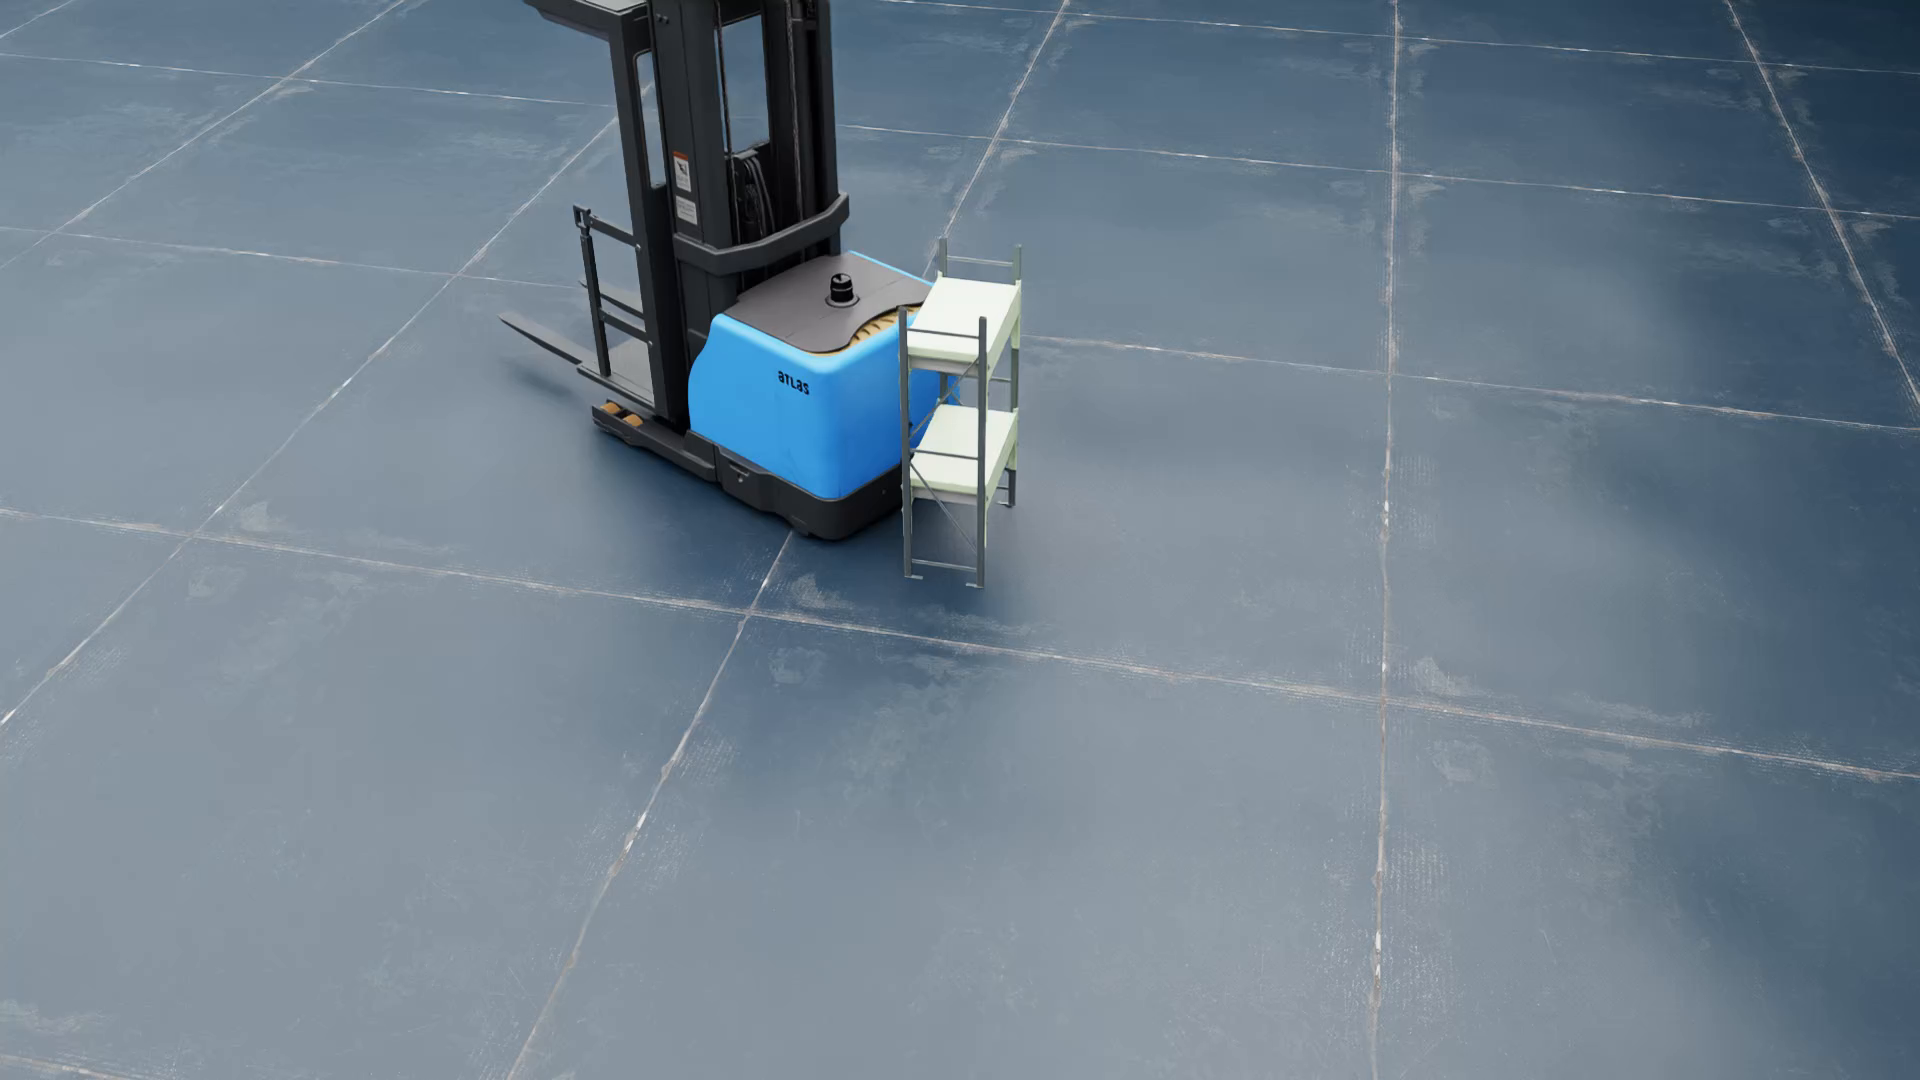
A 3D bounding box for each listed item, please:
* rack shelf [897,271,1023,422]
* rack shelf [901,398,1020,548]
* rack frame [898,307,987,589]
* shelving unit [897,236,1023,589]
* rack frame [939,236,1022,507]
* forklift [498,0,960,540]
[{"bbox_3d":[0.009,-0.923,7.850,0.431,0.370,0.720,8,37,11],"label":"rack shelf"},{"bbox_3d":[0.009,-0.343,8.270,0.431,0.370,0.720,8,37,11],"label":"rack shelf"},{"bbox_3d":[-0.077,-0.398,7.791,0.400,1.500,0.023,8,37,11],"label":"rack frame"},{"bbox_3d":[0.009,-0.607,8.079,0.431,1.500,0.755,8,37,11],"label":"shelving unit"},{"bbox_3d":[0.095,-0.815,8.367,0.400,1.500,0.023,8,37,11],"label":"rack frame"},{"bbox_3d":[-1.426,-1.921,8.673,3.031,2.935,1.130,27,44,32],"label":"forklift"}]
